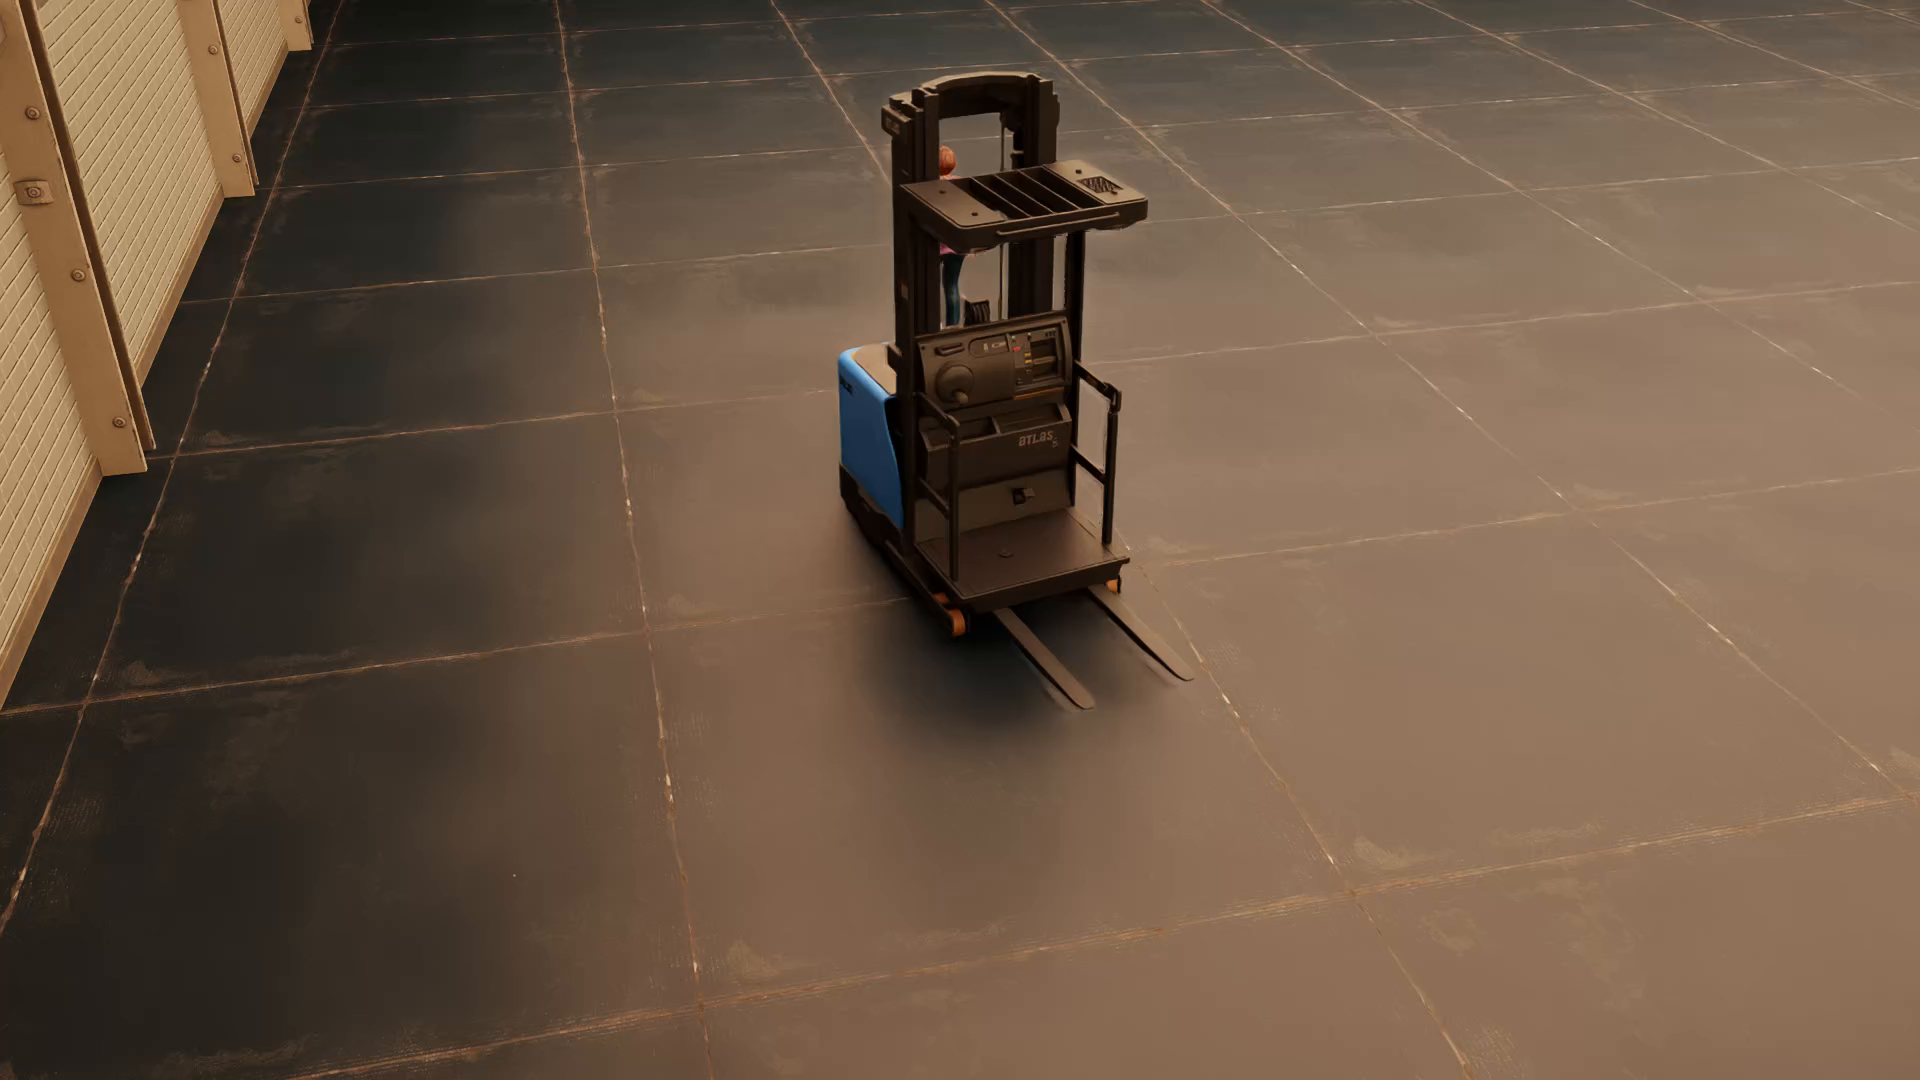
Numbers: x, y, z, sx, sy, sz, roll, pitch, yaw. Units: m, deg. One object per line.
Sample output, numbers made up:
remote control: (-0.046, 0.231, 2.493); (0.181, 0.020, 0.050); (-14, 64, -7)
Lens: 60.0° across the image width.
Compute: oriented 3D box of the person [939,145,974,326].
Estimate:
person: (-0.156, -2.277, 12.861); (0.534, 1.578, 0.425); (-14, 33, -23)

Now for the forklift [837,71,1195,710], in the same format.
forklift: (0.299, -0.961, 9.234); (1.130, 2.935, 3.031); (-13, 33, -22)
